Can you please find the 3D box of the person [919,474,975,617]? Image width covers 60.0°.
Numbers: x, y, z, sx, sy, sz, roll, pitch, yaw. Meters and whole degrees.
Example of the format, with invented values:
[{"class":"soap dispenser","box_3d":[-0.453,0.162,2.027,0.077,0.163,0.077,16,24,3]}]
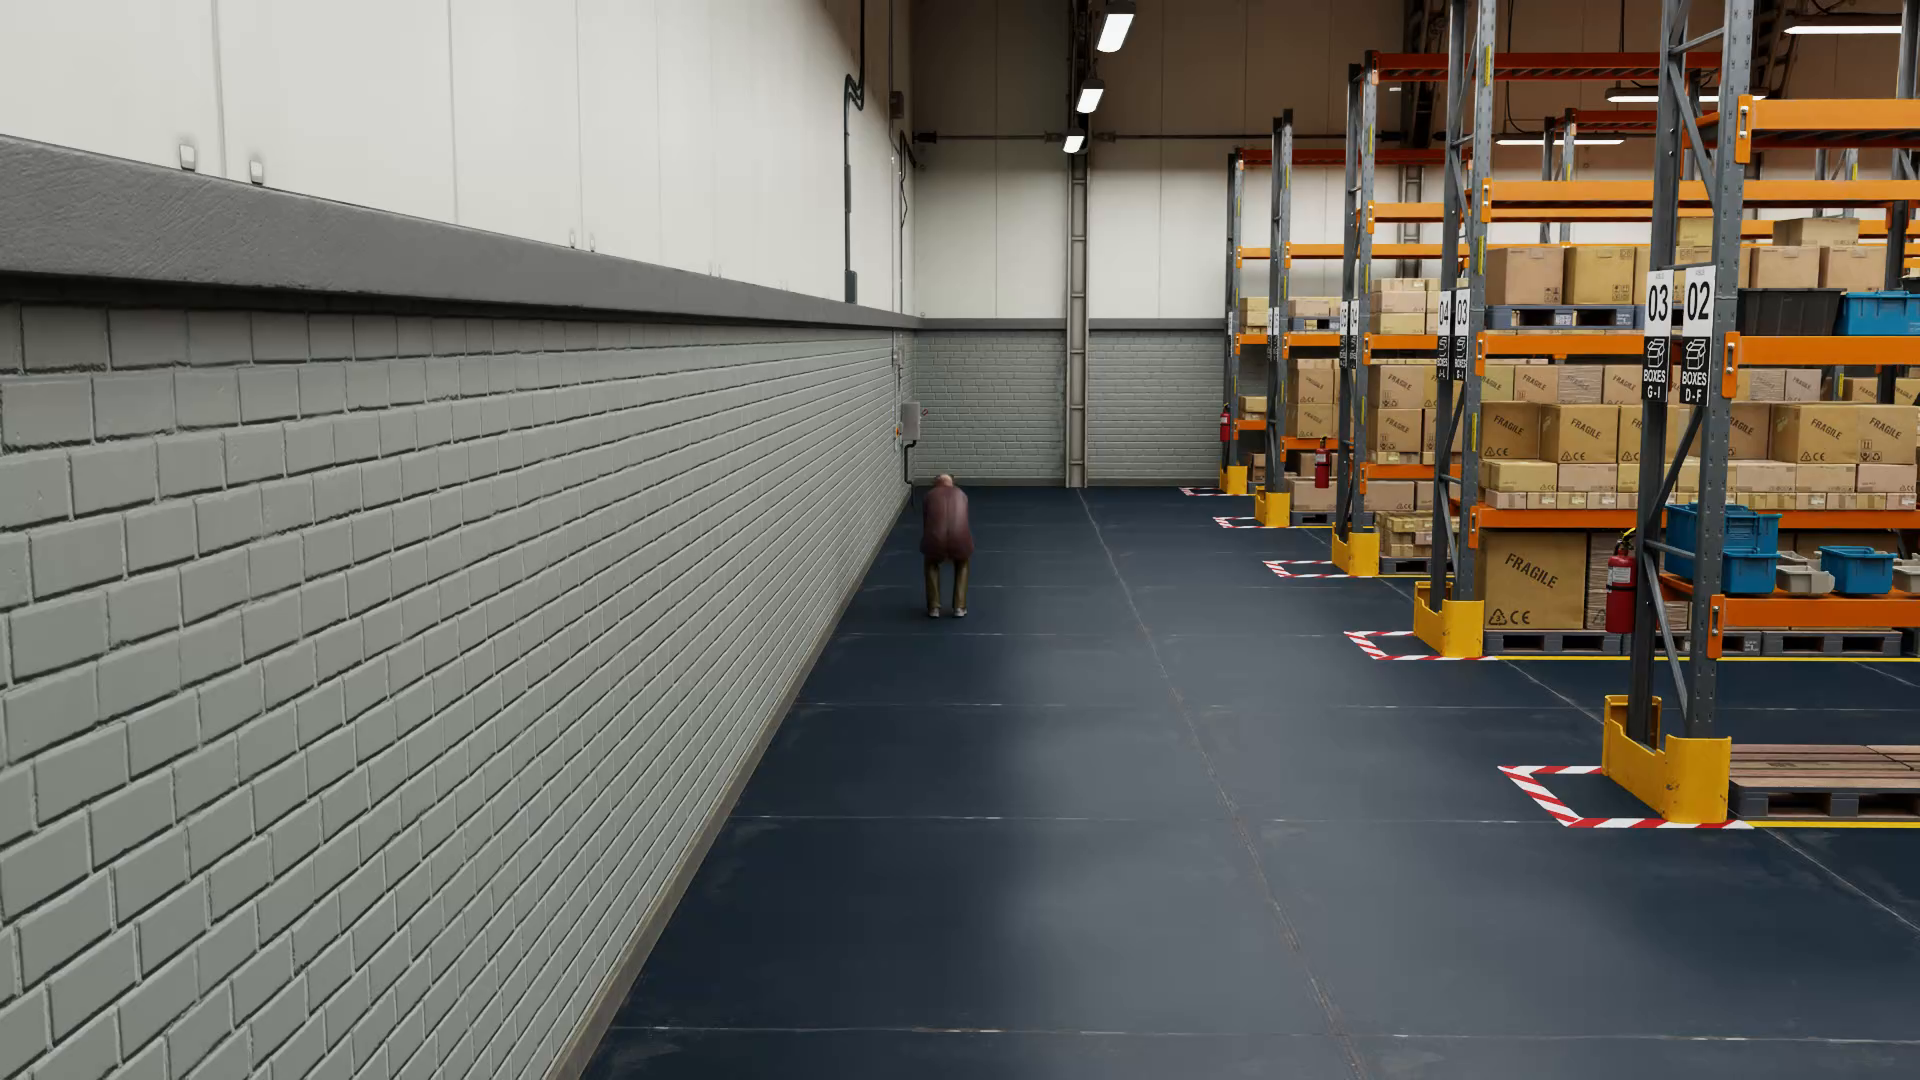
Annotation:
[{"class":"person","box_3d":[-0.134,0.053,16.868,0.562,1.376,0.876,0,7,-1]}]
